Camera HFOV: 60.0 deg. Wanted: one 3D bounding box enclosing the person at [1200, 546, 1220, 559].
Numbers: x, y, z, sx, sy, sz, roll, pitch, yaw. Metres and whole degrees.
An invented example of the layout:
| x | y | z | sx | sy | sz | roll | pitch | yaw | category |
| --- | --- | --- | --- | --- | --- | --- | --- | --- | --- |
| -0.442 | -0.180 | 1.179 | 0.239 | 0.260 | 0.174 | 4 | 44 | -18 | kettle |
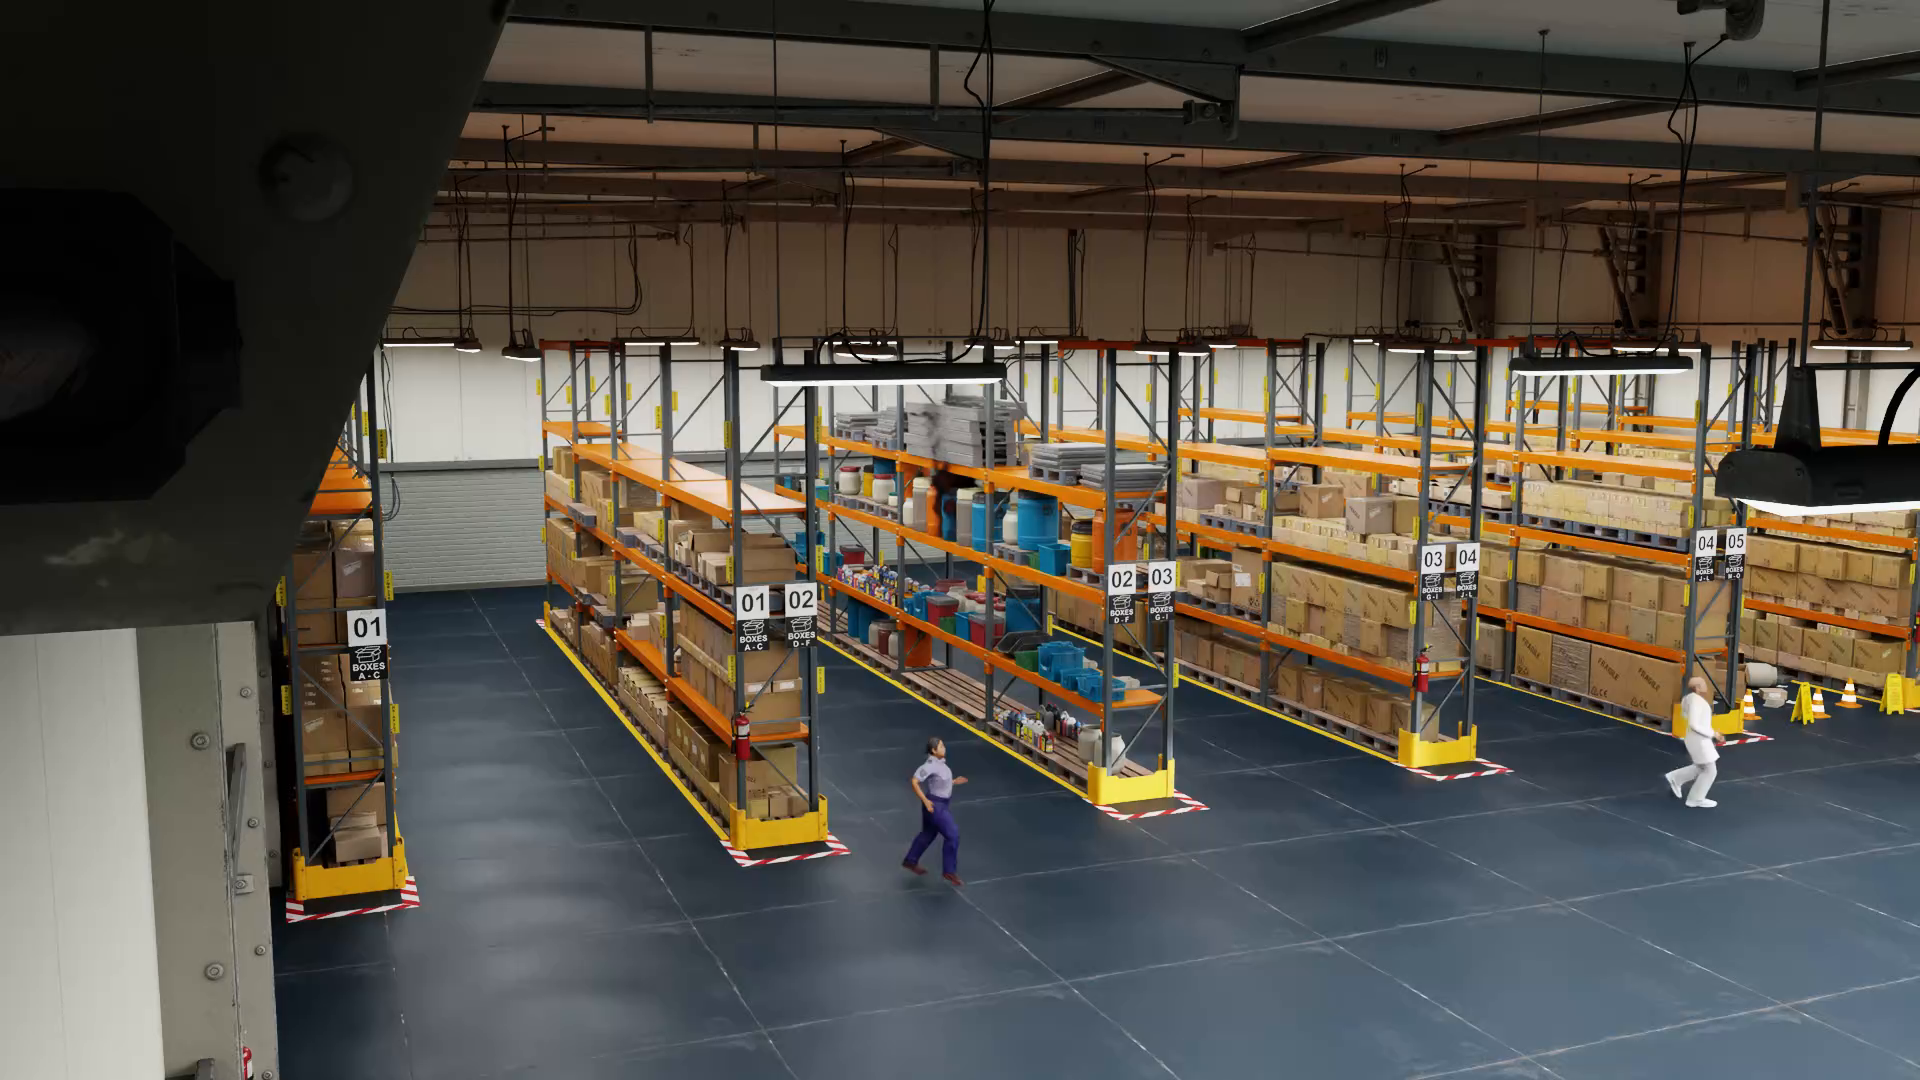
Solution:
| x | y | z | sx | sy | sz | roll | pitch | yaw | category |
| --- | --- | --- | --- | --- | --- | --- | --- | --- | --- |
| 6.267 | 0.024 | 41.896 | 0.760 | 1.751 | 0.650 | 6 | 9 | 38 | person |

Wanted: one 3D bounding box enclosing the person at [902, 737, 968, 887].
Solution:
| x | y | z | sx | sy | sz | roll | pitch | yaw | category |
| --- | --- | --- | --- | --- | --- | --- | --- | --- | --- |
| -0.285 | 3.075 | 18.873 | 0.748 | 1.711 | 0.582 | 0 | 7 | 3 | person |

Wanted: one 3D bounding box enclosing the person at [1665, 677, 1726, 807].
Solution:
| x | y | z | sx | sy | sz | roll | pitch | yaw | category |
| --- | --- | --- | --- | --- | --- | --- | --- | --- | --- |
| 9.651 | 2.643 | 21.821 | 0.668 | 1.724 | 0.707 | 2 | 8 | 16 | person |
